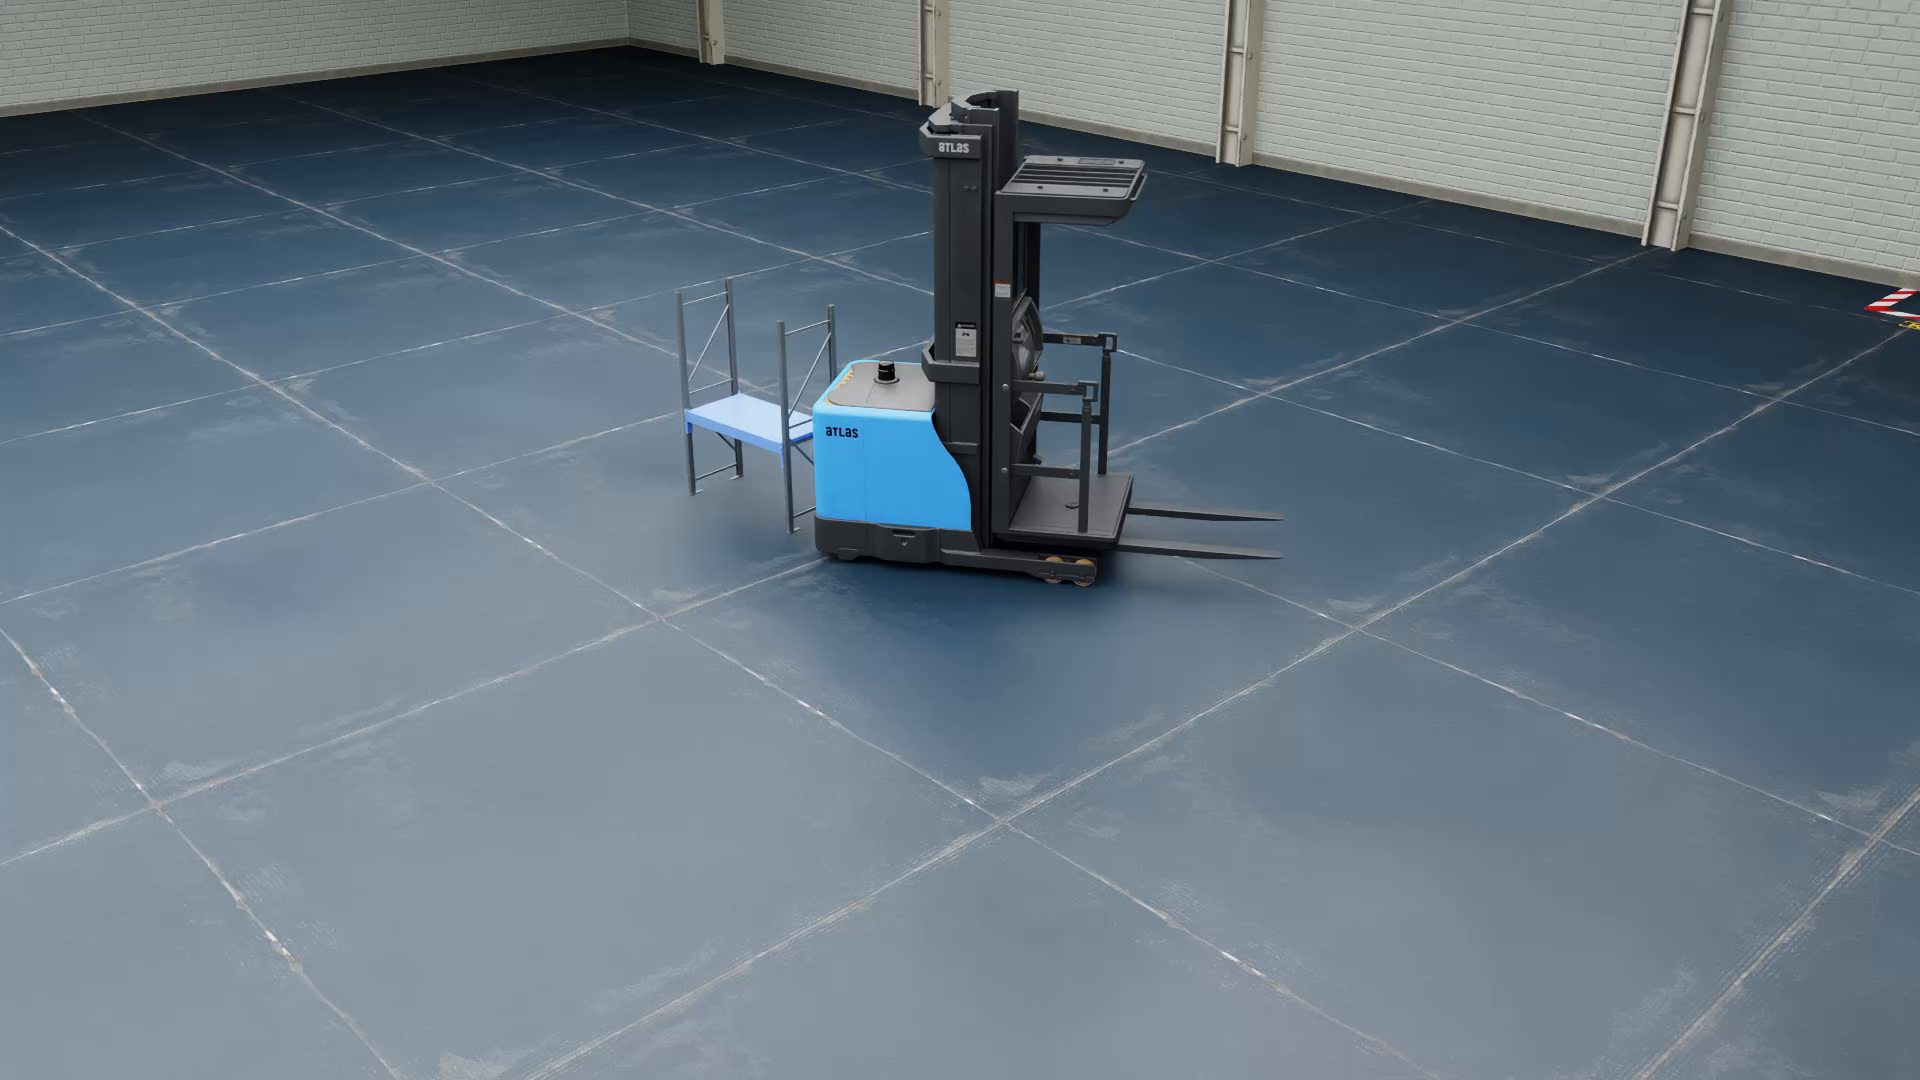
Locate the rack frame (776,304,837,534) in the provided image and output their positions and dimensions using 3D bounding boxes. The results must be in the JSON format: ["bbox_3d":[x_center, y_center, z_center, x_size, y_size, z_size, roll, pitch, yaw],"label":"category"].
[{"bbox_3d":[-1.009,-0.805,11.207,0.032,1.500,0.500,20,31,37],"label":"rack frame"}]

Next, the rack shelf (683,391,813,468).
[{"bbox_3d":[-1.392,-0.780,11.586,1.000,0.185,0.538,20,31,37],"label":"rack shelf"}]

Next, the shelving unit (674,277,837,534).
[{"bbox_3d":[-1.392,-0.943,11.511,1.048,1.500,0.538,20,31,37],"label":"shelving unit"}]

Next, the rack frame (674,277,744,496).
[{"bbox_3d":[-1.775,-1.082,11.815,0.032,1.500,0.500,20,31,37],"label":"rack frame"}]

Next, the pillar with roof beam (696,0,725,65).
[{"bbox_3d":[-7.654,-11.584,25.800,9.100,9.000,0.400,-21,32,-38],"label":"pillar with roof beam"}]

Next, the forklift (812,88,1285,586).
[{"bbox_3d":[0.614,-1.281,10.528,3.031,2.935,1.130,5,25,10],"label":"forklift"}]

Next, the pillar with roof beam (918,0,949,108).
[{"bbox_3d":[-3.553,-9.766,21.816,9.100,9.000,0.400,-21,32,-38],"label":"pillar with roof beam"}]

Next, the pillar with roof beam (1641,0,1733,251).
[{"bbox_3d":[4.649,-6.131,13.846,9.100,9.000,0.400,-21,32,-38],"label":"pillar with roof beam"}]

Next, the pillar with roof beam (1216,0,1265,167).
[{"bbox_3d":[0.548,-7.948,17.831,9.100,9.000,0.400,-21,32,-38],"label":"pillar with roof beam"}]
